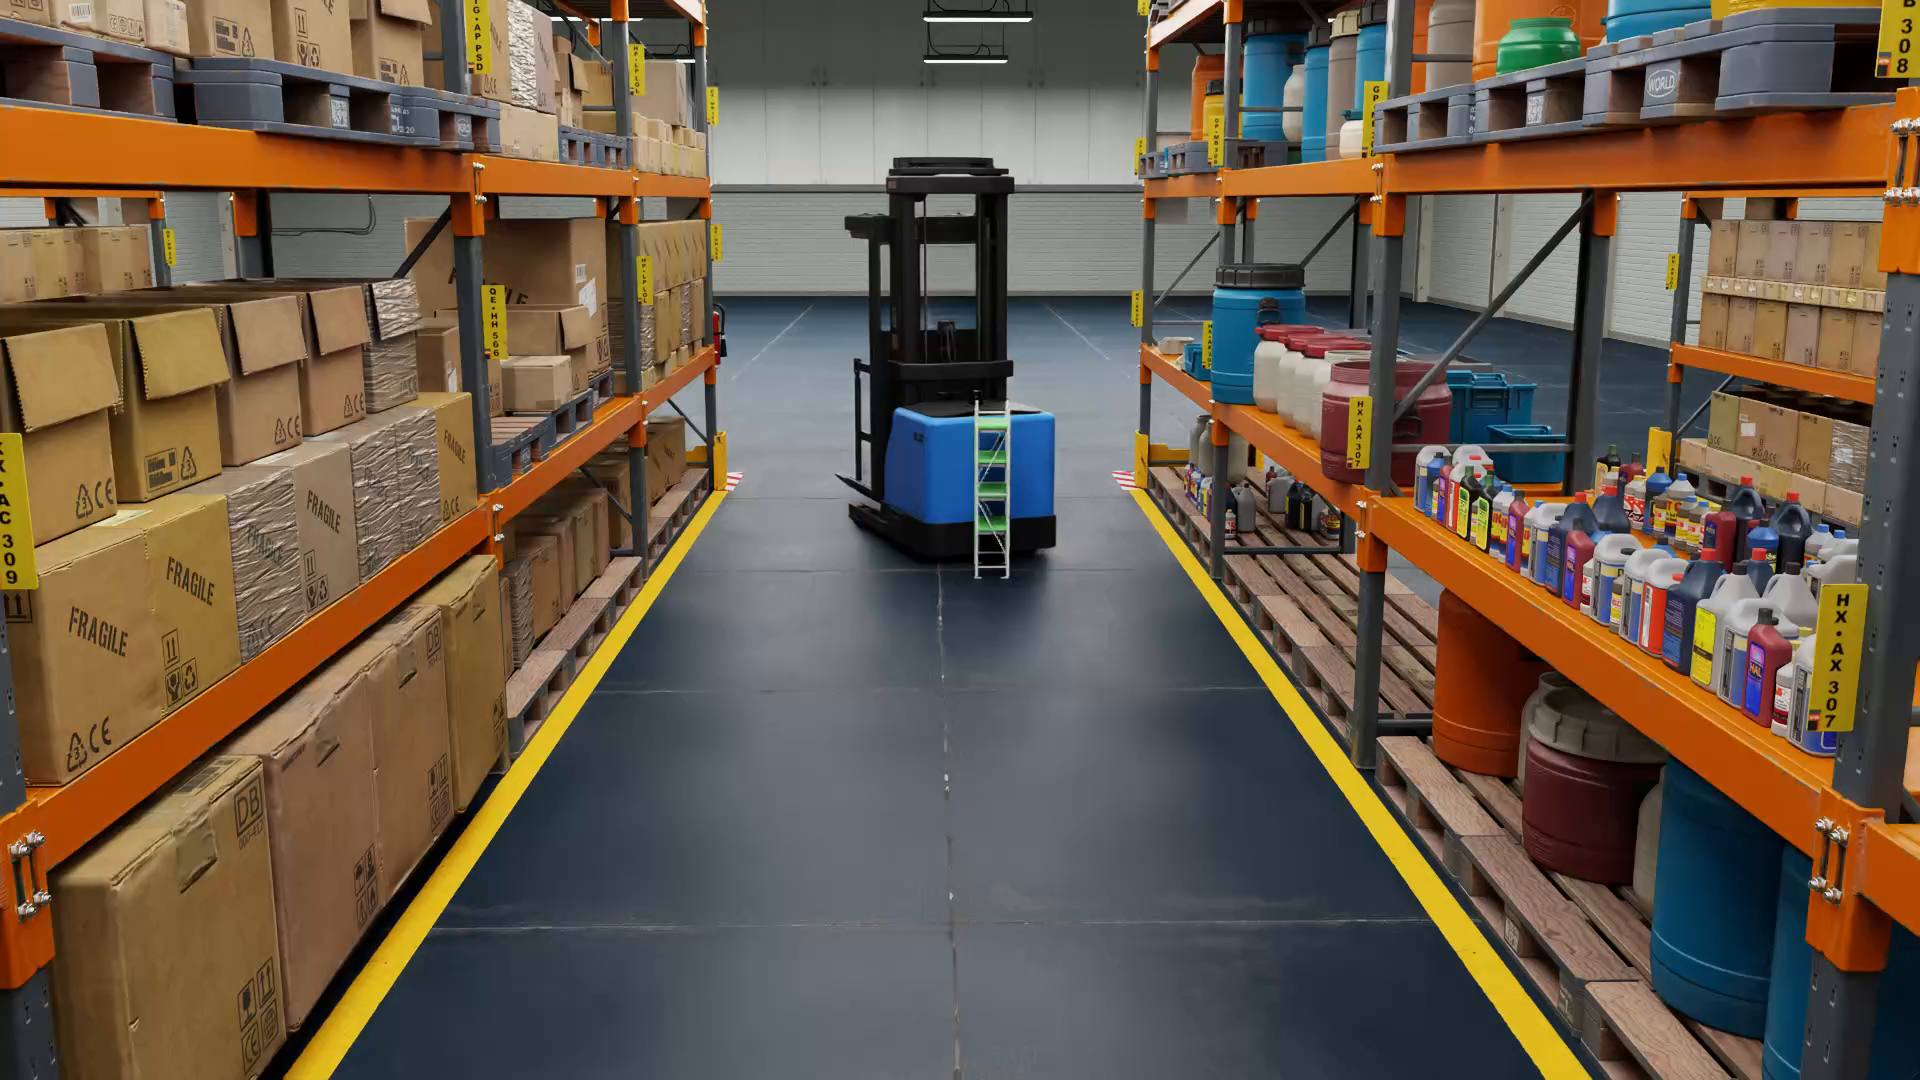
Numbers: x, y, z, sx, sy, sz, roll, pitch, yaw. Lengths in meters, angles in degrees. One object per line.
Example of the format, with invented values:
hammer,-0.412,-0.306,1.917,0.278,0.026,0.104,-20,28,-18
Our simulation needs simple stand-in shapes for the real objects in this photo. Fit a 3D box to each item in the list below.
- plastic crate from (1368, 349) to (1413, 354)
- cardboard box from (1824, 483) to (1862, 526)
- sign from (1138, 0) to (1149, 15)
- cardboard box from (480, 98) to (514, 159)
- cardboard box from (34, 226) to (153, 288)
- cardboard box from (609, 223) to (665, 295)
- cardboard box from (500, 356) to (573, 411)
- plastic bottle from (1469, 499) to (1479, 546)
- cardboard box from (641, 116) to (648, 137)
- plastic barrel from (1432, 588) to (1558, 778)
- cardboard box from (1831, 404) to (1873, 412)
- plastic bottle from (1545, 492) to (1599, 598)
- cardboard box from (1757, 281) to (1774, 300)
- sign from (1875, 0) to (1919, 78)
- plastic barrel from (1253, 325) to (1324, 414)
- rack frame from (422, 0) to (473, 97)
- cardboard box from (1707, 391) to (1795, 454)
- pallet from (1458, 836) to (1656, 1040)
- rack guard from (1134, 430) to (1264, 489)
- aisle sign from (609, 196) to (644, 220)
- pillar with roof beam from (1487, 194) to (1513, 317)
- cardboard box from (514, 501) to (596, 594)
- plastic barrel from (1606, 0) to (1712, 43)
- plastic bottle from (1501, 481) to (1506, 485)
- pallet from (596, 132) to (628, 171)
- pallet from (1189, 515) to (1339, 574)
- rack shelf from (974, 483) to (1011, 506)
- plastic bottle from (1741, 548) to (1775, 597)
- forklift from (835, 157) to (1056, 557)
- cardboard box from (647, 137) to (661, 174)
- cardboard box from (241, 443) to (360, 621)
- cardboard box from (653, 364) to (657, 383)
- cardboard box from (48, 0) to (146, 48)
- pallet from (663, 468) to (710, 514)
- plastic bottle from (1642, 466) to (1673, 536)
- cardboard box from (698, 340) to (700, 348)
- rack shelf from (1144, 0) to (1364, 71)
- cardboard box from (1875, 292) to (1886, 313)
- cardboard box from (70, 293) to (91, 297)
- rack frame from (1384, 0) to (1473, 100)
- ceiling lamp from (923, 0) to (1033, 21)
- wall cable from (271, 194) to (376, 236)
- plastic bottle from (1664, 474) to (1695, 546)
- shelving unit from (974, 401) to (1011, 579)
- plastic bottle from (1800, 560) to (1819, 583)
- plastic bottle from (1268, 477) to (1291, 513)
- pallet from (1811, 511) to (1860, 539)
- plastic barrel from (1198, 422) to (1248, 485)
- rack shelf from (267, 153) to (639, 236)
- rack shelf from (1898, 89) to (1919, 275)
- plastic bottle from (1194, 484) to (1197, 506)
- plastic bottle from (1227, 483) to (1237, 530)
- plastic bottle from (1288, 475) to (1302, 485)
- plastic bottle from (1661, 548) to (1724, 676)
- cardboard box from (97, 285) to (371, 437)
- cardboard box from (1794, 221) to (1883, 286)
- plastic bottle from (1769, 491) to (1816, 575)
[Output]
plastic crate,2.600,-0.977,10.369,0.392,0.384,0.575,0,11,-1
cardboard box,6.990,-0.271,12.711,0.500,0.250,0.500,0,11,-1
sign,1.633,-4.834,14.779,0.100,0.325,0.005,0,11,-1
cardboard box,-2.358,-1.878,7.605,0.500,0.250,0.500,0,11,0
cardboard box,-7.761,-2.506,14.773,0.875,0.550,0.550,0,11,-1
cardboard box,-2.453,-2.057,12.139,0.500,0.500,0.500,0,11,-1
cardboard box,-2.408,-0.853,9.043,0.500,0.250,0.500,-1,11,-3
plastic bottle,2.022,-0.081,6.414,0.097,0.201,0.097,0,11,0
cardboard box,-2.442,-2.947,11.870,0.380,0.149,0.250,0,11,-1
plastic barrel,2.376,0.548,7.218,0.600,0.830,0.708,0,11,-1
cardboard box,7.489,-0.840,13.626,0.500,0.500,0.500,0,11,-1
plastic bottle,2.063,0.012,5.582,0.144,0.351,0.185,0,11,-1
cardboard box,6.952,-2.100,13.983,0.380,0.149,0.250,-1,11,-3
sign,1.881,-1.085,3.295,0.100,0.325,0.005,0,11,-1
plastic barrel,2.067,-1.078,10.487,0.433,0.535,0.433,0,11,0
rack frame,-2.603,-3.327,6.826,1.000,3.000,0.127,0,11,-1
cardboard box,6.937,-1.036,14.595,0.500,0.500,0.500,0,11,-1
pallet,2.429,1.358,5.836,1.003,0.211,1.213,0,11,-1
rack guard,2.232,-0.758,15.537,1.175,0.500,0.348,0,11,-1
aisle sign,-3.070,-3.262,15.057,0.394,0.787,0.004,0,11,-1
pillar with roof beam,8.168,-9.596,37.726,9.100,9.000,0.548,0,11,-1
cardboard box,-2.704,0.044,10.477,0.700,0.500,0.500,0,11,-2
plastic barrel,2.243,-1.872,4.883,0.600,0.901,0.708,0,11,-1
plastic bottle,2.168,-0.135,6.680,0.097,0.201,0.097,0,11,0
pallet,-2.780,-2.437,10.455,1.213,0.211,1.003,0,11,-1
pallet,2.294,0.030,12.378,1.003,0.211,1.213,0,11,-1
rack shelf,0.229,-0.303,11.856,0.258,0.148,0.480,0,11,1
plastic bottle,2.226,0.193,4.687,0.144,0.351,0.185,0,11,-1
forklift,-0.274,-1.559,13.374,1.130,2.935,3.031,-4,12,-20
cardboard box,-2.455,-2.774,12.023,0.500,0.250,0.500,0,11,-2
cardboard box,-2.317,-0.035,5.438,0.500,0.500,0.500,0,11,0
cardboard box,-2.415,-1.202,12.073,0.380,0.149,0.250,0,11,-1
cardboard box,-2.453,-1.443,4.249,0.500,0.311,0.500,-1,11,-3
pallet,-2.785,-0.434,14.667,1.003,0.211,1.213,0,11,-1
plastic bottle,2.777,-0.158,6.618,0.097,0.271,0.097,0,11,0
cardboard box,-2.556,-1.798,15.011,0.380,0.149,0.250,0,11,-1
rack shelf,2.225,-3.992,12.917,1.077,0.370,4.000,0,11,-1
cardboard box,6.988,-1.743,12.225,0.380,0.149,0.250,-1,11,-3
cardboard box,-7.757,-1.756,13.792,0.875,0.550,0.550,0,11,-1
rack frame,2.349,-3.348,6.926,1.000,3.000,0.127,0,11,-1
ceiling lamp,0.318,-11.037,30.150,2.000,3.185,0.800,0,11,-1
wall cable,-17.884,-9.746,46.276,3.097,2.526,0.112,0,11,-1
plastic bottle,2.781,-0.119,6.427,0.097,0.271,0.097,0,11,0
shelving unit,0.229,-0.365,11.843,0.258,1.200,0.503,0,11,1
plastic bottle,2.655,0.166,5.198,0.097,0.201,0.097,0,11,0
plastic bottle,2.504,-0.362,13.042,0.152,0.276,0.135,0,11,-1
pallet,7.244,-0.014,12.596,1.003,0.211,1.213,0,11,-1
plastic barrel,2.284,-0.754,14.433,0.421,0.512,0.421,0,11,0
rack shelf,-2.644,-1.902,9.156,1.077,0.370,4.000,0,11,-1
rack shelf,2.473,-0.332,1.417,1.077,0.370,4.000,0,11,-1
plastic bottle,1.921,-0.372,13.282,0.097,0.201,0.097,0,11,0
plastic bottle,1.965,-0.247,12.287,0.144,0.351,0.185,-1,11,-3
plastic bottle,2.652,-0.404,13.063,0.144,0.351,0.185,0,11,-2
plastic bottle,2.081,0.194,4.684,0.144,0.351,0.185,0,11,-1
cardboard box,-2.593,-0.653,5.958,0.797,0.503,0.637,0,11,0
cardboard box,7.172,-2.294,13.310,0.700,0.500,0.500,0,11,-1
plastic bottle,2.775,0.018,5.552,0.144,0.351,0.185,0,11,-1
